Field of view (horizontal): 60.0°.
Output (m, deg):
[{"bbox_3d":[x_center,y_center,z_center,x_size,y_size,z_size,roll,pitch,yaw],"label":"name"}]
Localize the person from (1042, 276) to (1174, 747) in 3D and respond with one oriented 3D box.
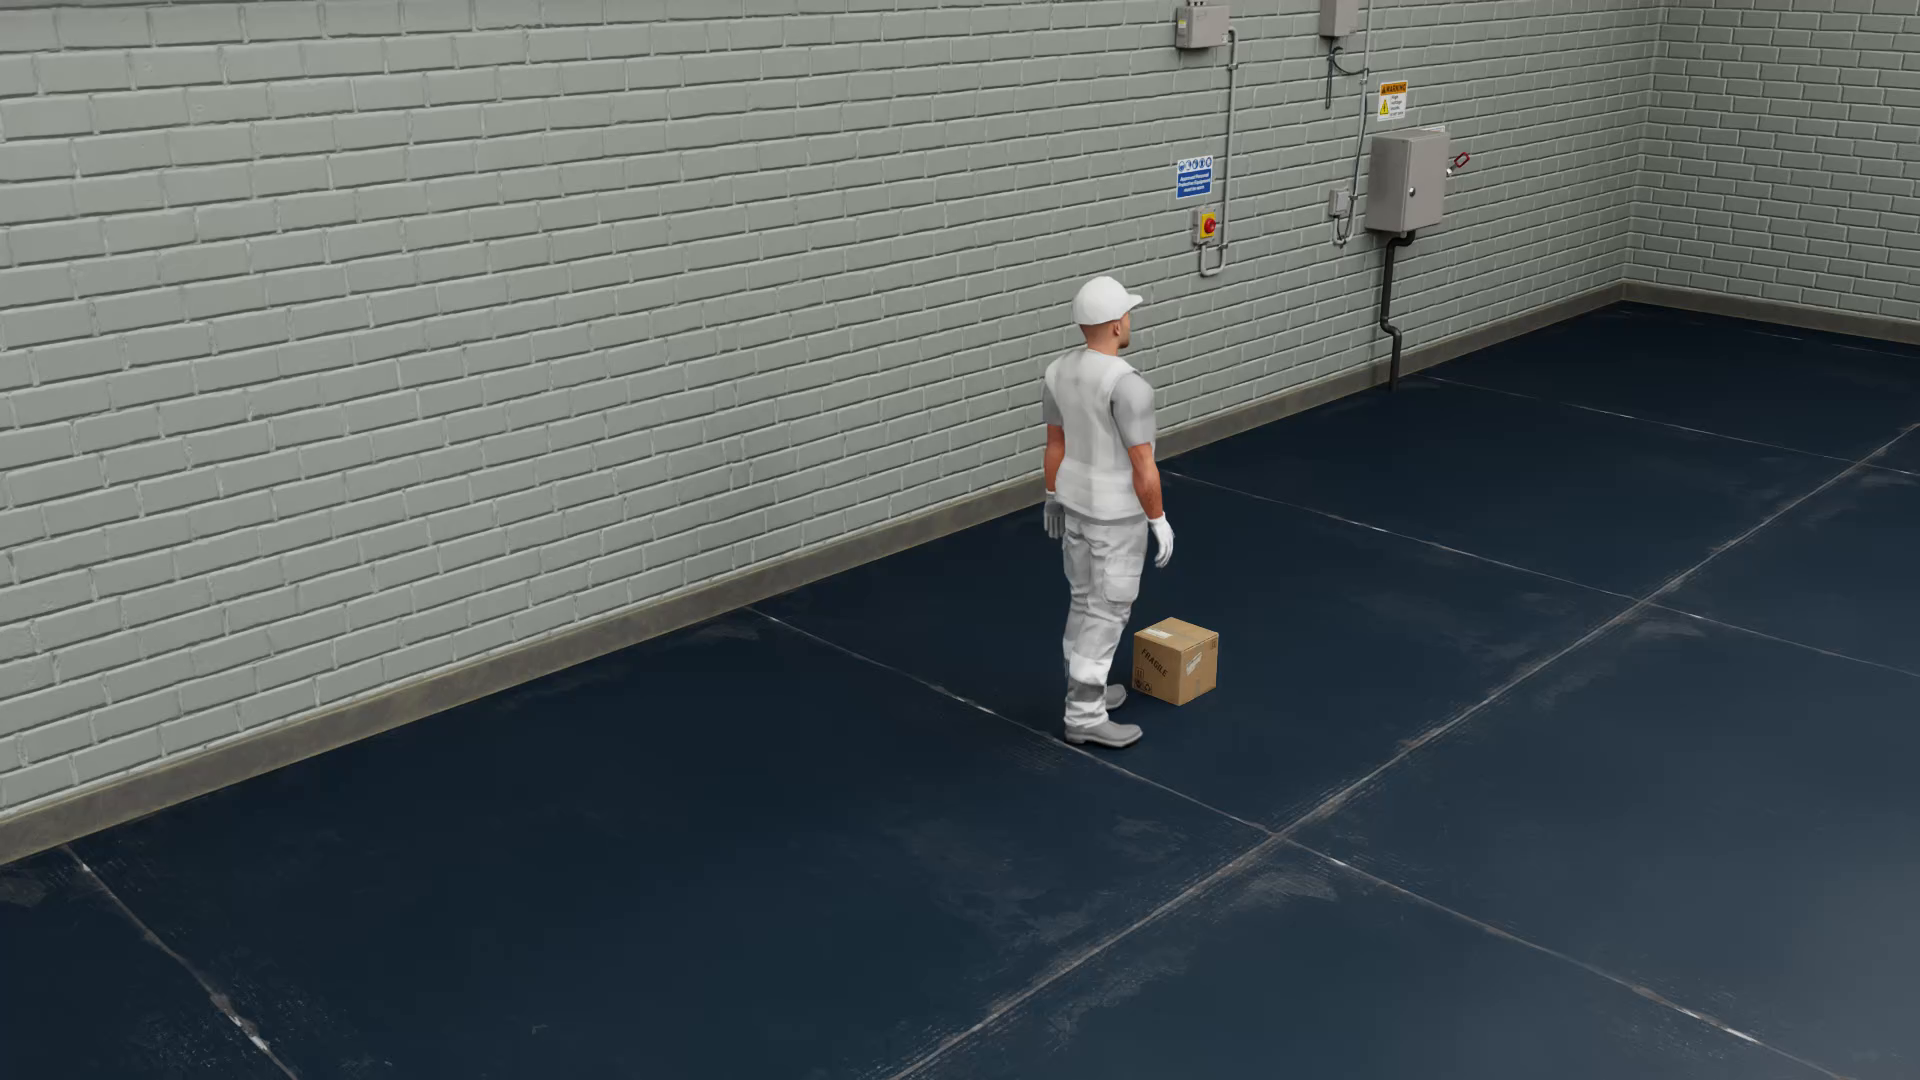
[{"bbox_3d":[0.566,-0.106,6.300,0.451,1.796,0.609,-13,24,-31],"label":"person"}]
